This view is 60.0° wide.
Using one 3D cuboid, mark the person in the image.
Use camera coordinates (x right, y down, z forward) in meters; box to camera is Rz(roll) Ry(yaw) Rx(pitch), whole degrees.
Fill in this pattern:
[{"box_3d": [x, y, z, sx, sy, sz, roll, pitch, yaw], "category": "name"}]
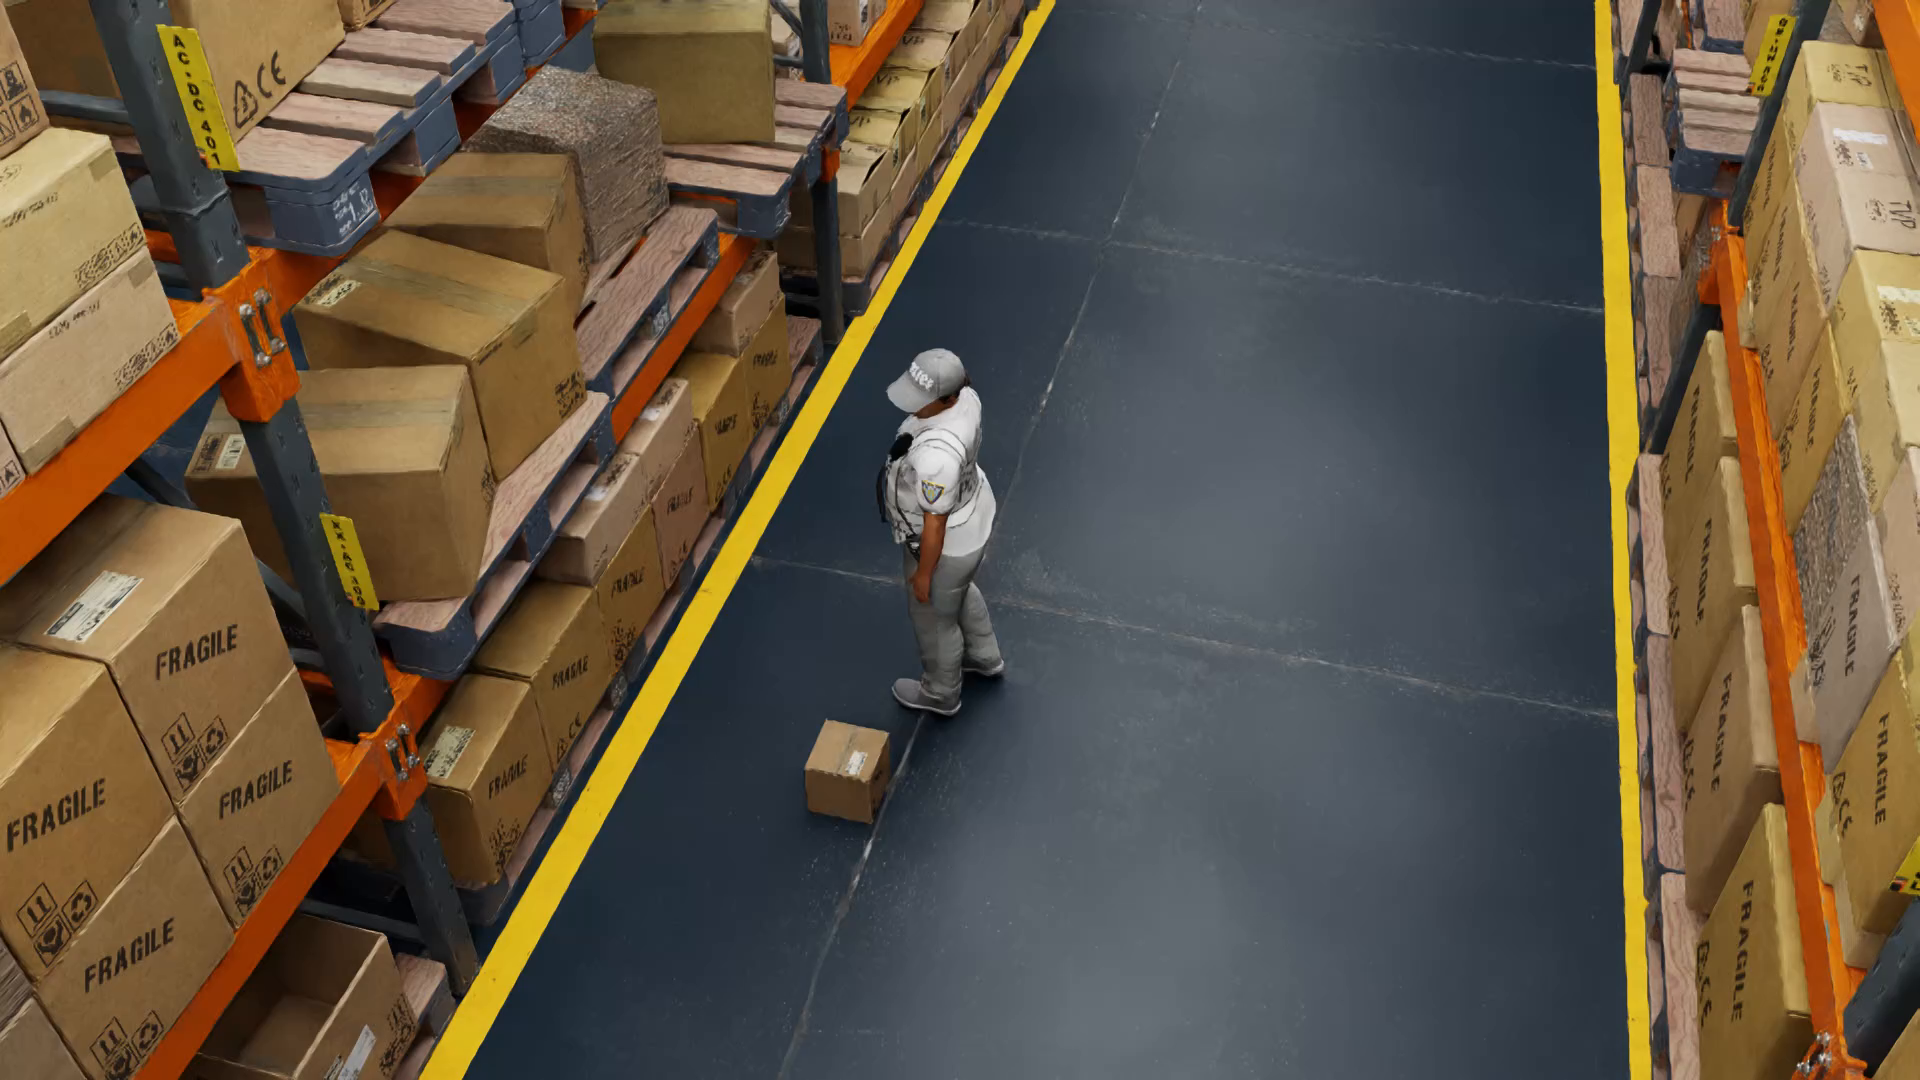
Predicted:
[{"box_3d": [-0.052, -0.011, 6.167, 0.434, 1.702, 0.521, 8, 42, 9], "category": "person"}]
